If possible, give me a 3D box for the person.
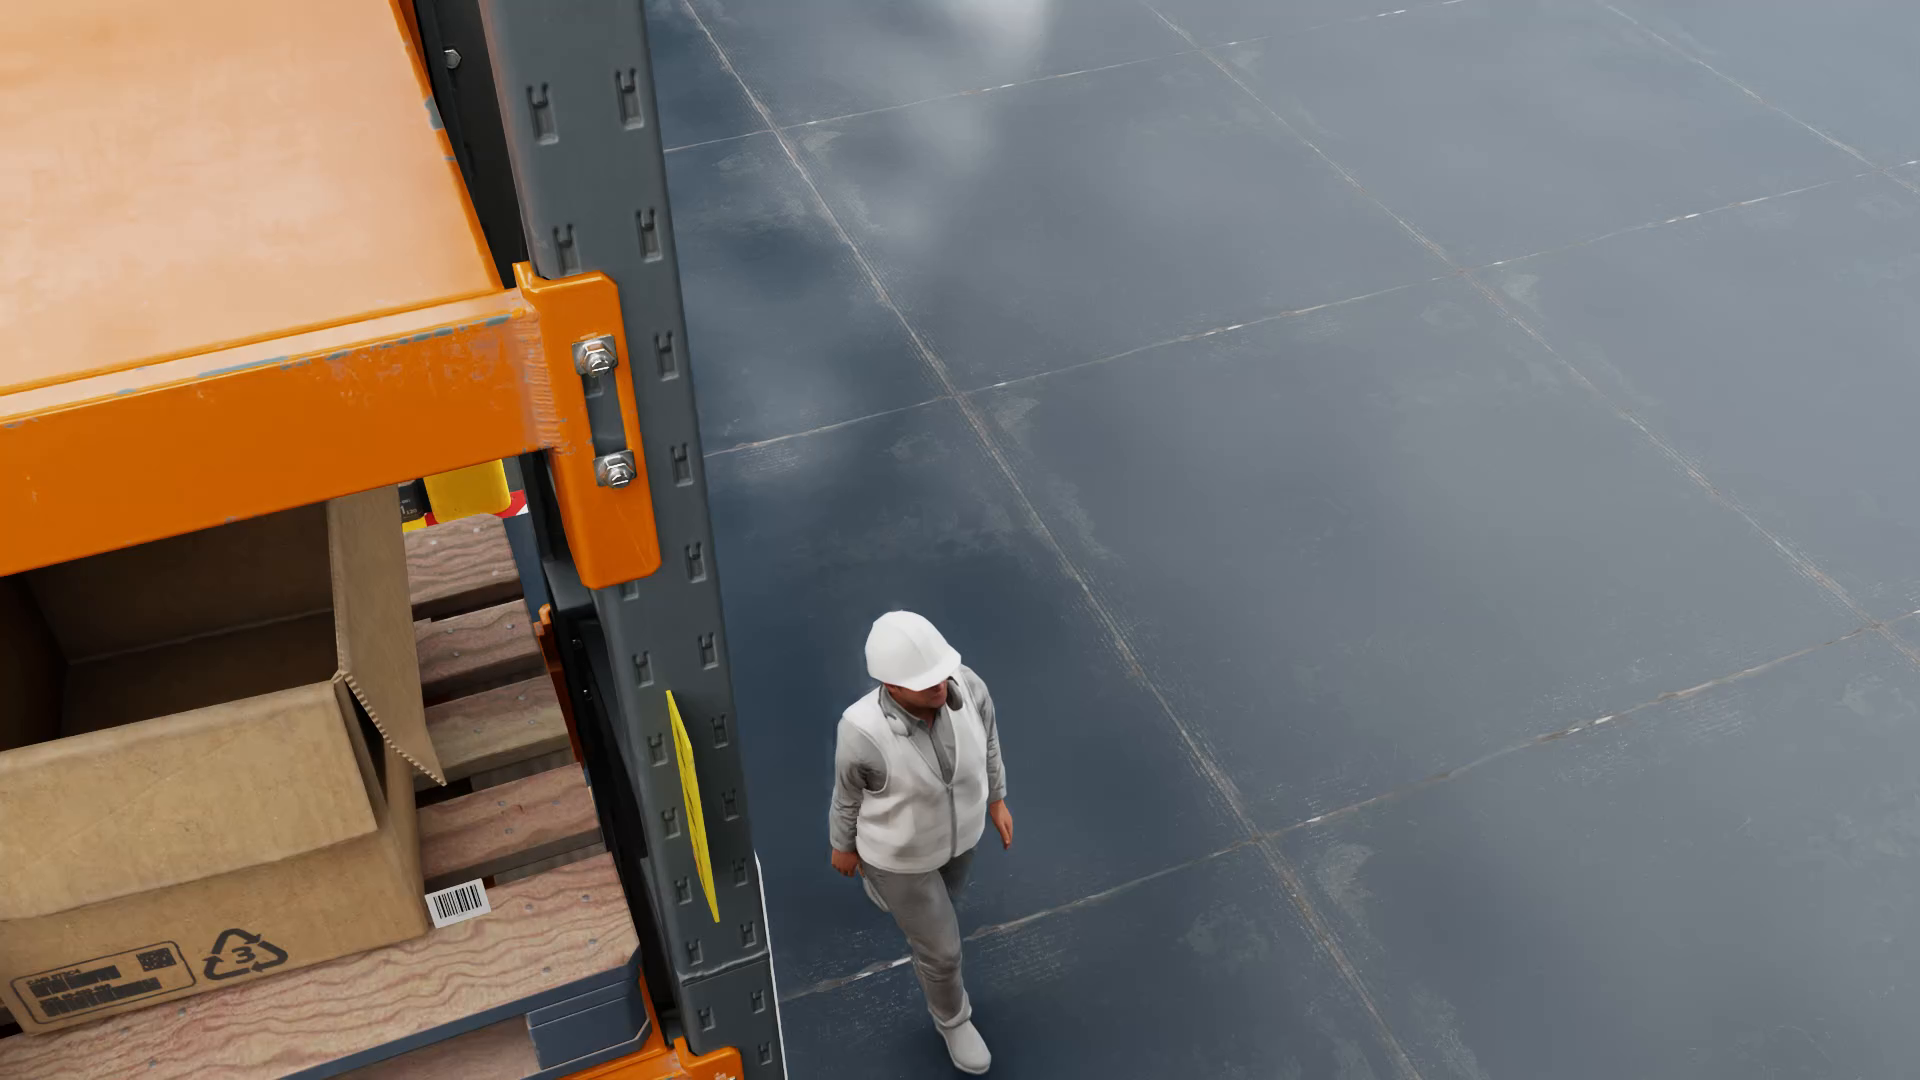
[{"bbox_3d":[-0.140,0.850,5.179,0.557,1.745,0.922,-28,49,-28],"label":"person"}]
